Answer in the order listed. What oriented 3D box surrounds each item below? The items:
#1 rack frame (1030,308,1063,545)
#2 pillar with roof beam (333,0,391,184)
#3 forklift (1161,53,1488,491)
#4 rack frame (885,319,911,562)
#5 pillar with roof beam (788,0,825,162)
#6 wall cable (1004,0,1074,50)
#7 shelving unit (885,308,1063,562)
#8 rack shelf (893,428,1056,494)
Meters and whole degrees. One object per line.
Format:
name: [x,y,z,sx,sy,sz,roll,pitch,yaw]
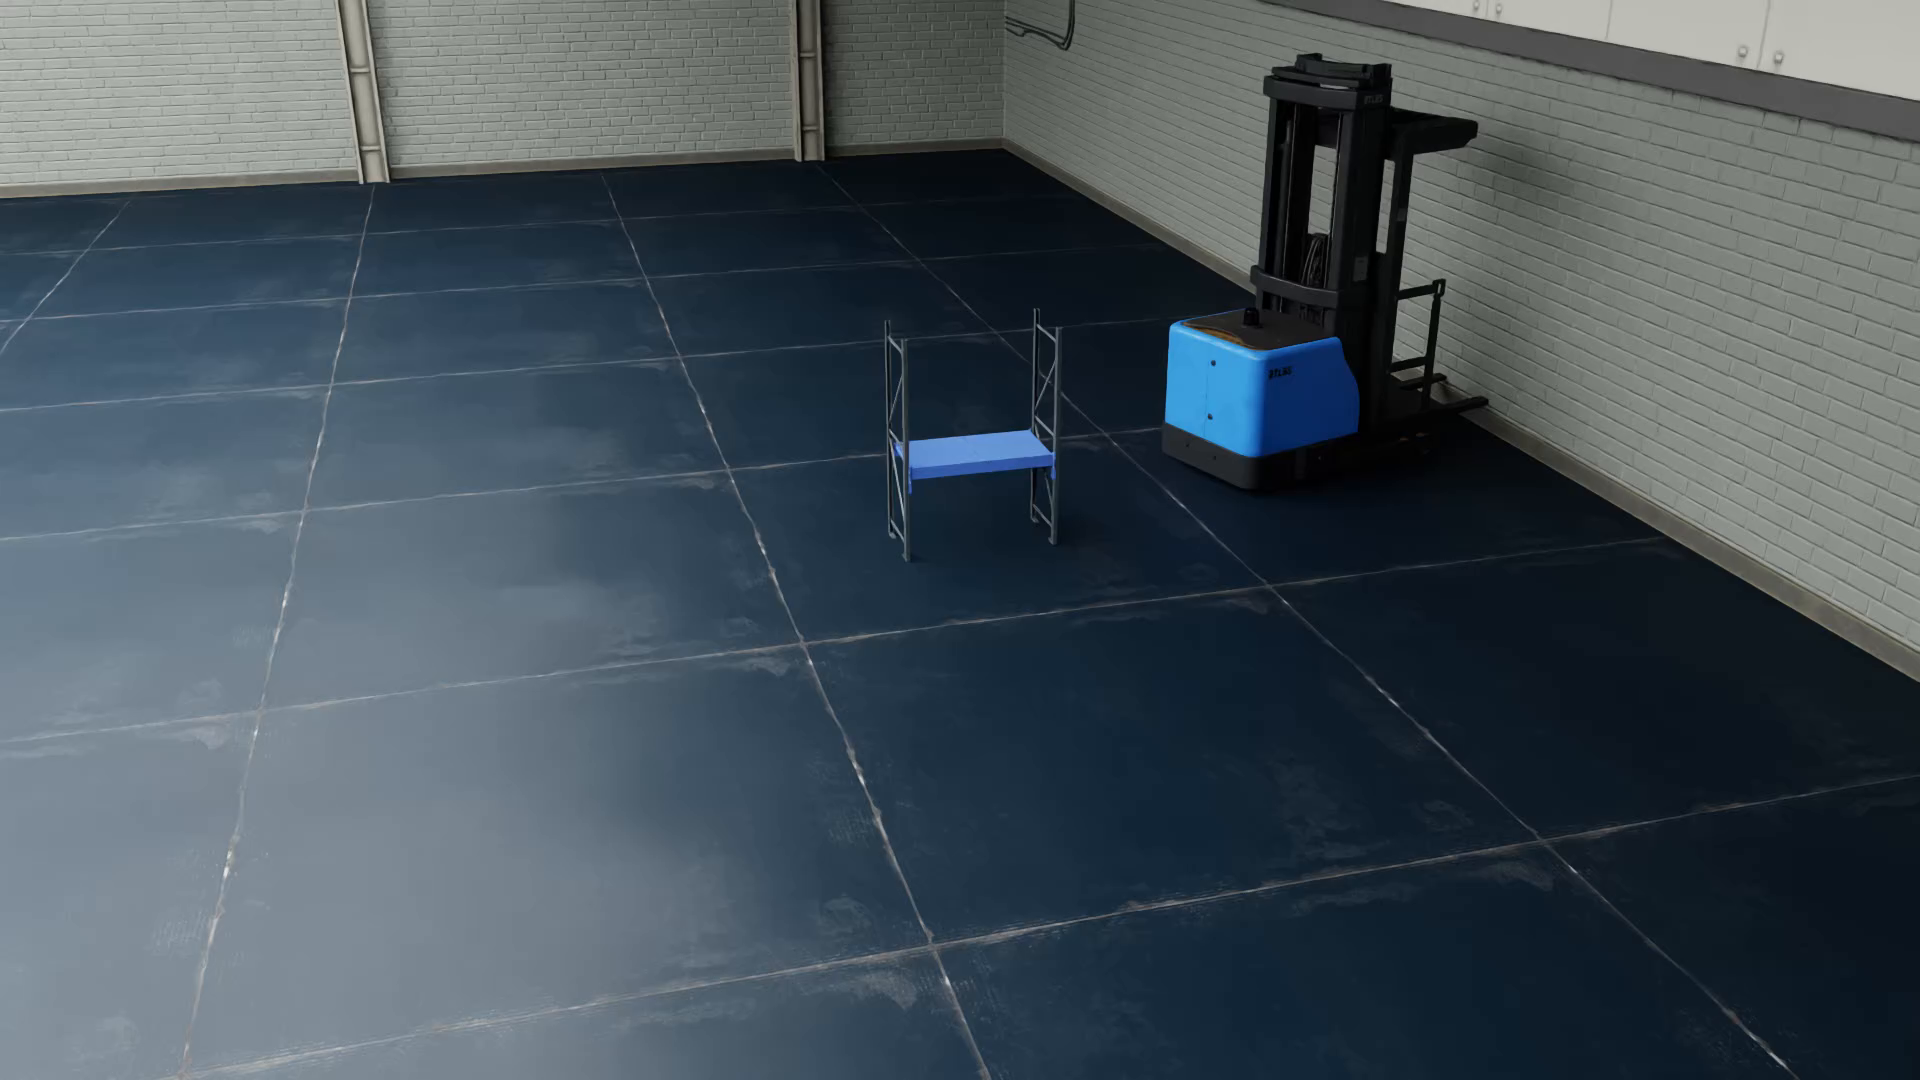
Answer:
rack frame: [0.572,-0.752,11.102,0.032,1.500,0.500,-6,24,-14]
pillar with roof beam: [-6.794,-7.385,17.049,0.400,9.000,9.100,-6,24,-14]
forklift: [3.048,-2.124,12.484,3.031,2.935,1.130,-14,27,-30]
rack frame: [-0.407,-0.644,10.849,0.032,1.500,0.500,-6,24,-14]
pillar with roof beam: [-1.017,-8.024,18.538,0.400,9.000,9.100,-6,24,-14]
wall cable: [1.014,-8.043,22.521,0.112,2.526,3.097,-6,24,-14]
shelving unit: [0.082,-0.698,10.975,1.048,1.500,0.538,-6,24,-14]
rack shelf: [0.082,-0.533,11.046,1.000,0.185,0.538,-6,24,-14]
